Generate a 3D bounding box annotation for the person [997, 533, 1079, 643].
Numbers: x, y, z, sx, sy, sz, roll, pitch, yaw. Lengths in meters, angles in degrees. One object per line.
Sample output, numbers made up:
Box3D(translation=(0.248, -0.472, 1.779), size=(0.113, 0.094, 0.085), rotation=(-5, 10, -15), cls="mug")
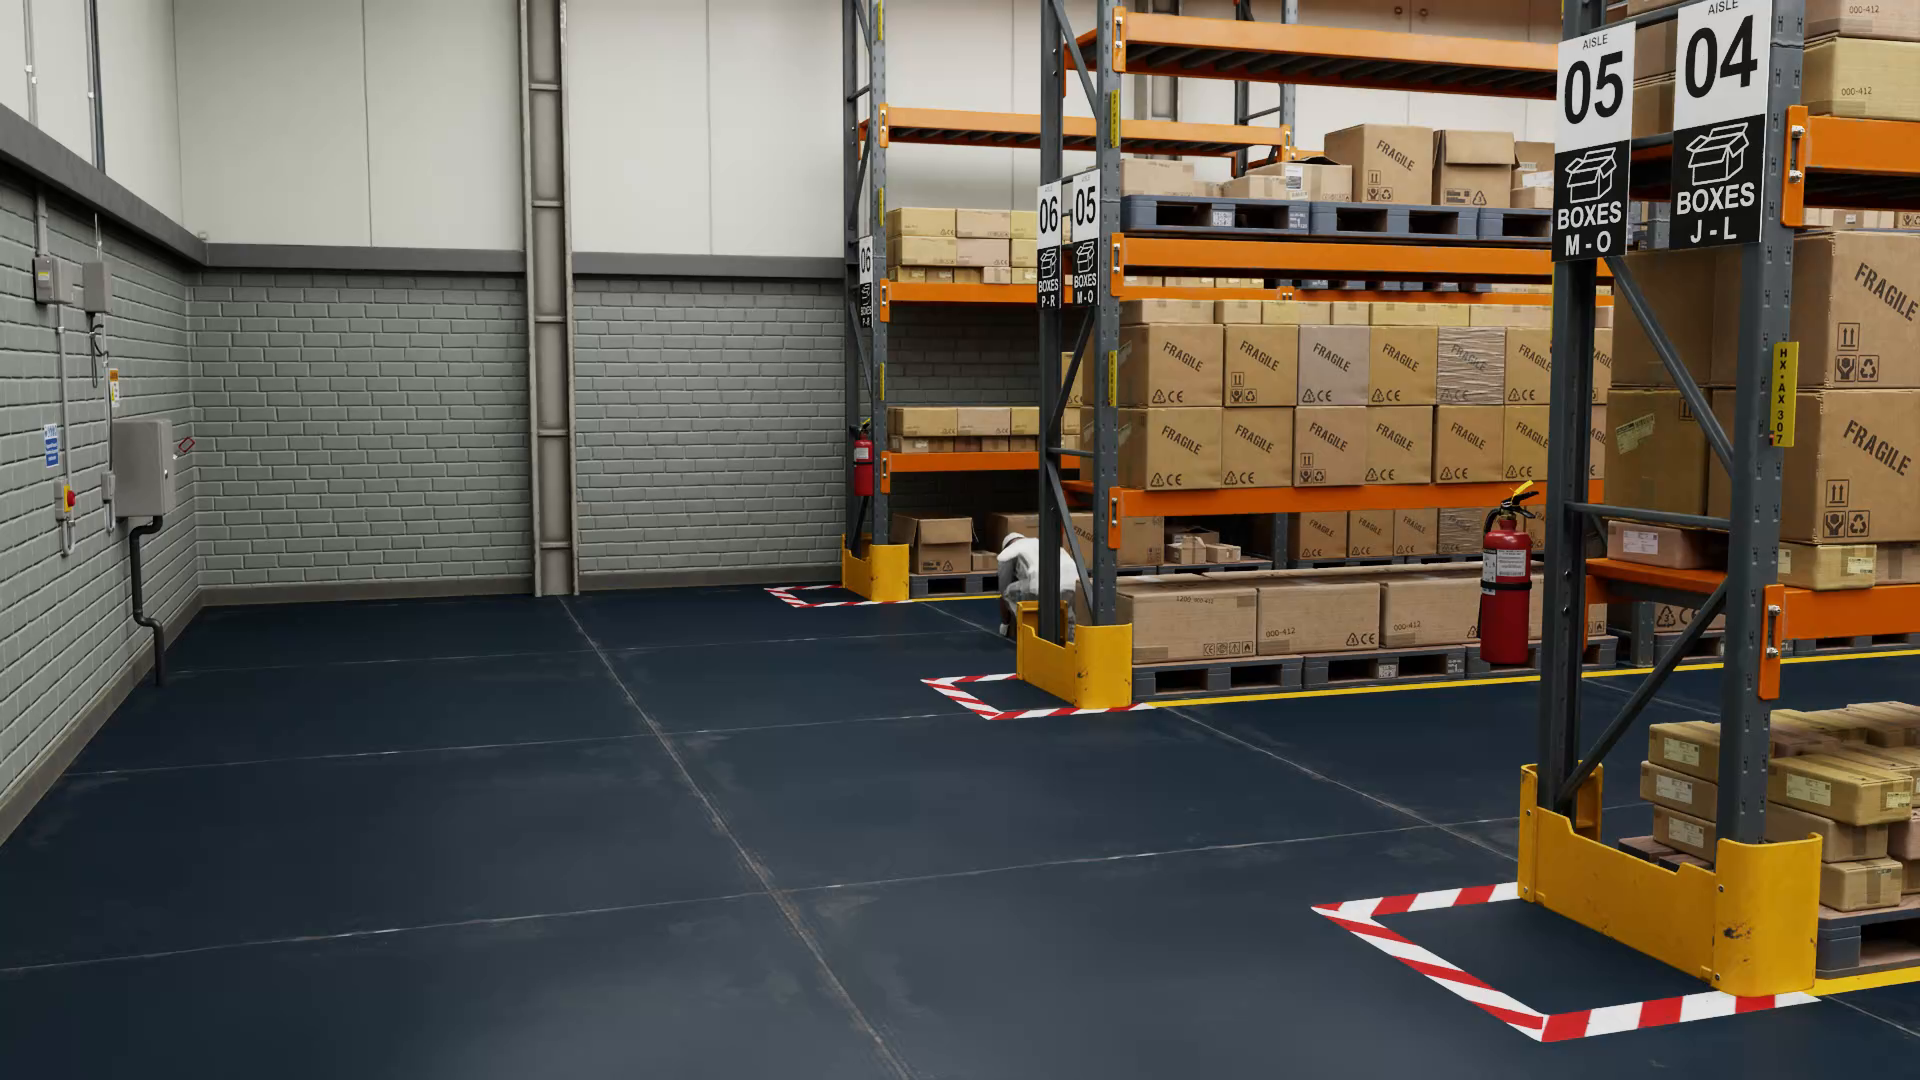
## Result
Box3D(translation=(0.575, 0.407, 12.527), size=(0.568, 0.864, 0.952), rotation=(-2, 6, -20), cls="person")
